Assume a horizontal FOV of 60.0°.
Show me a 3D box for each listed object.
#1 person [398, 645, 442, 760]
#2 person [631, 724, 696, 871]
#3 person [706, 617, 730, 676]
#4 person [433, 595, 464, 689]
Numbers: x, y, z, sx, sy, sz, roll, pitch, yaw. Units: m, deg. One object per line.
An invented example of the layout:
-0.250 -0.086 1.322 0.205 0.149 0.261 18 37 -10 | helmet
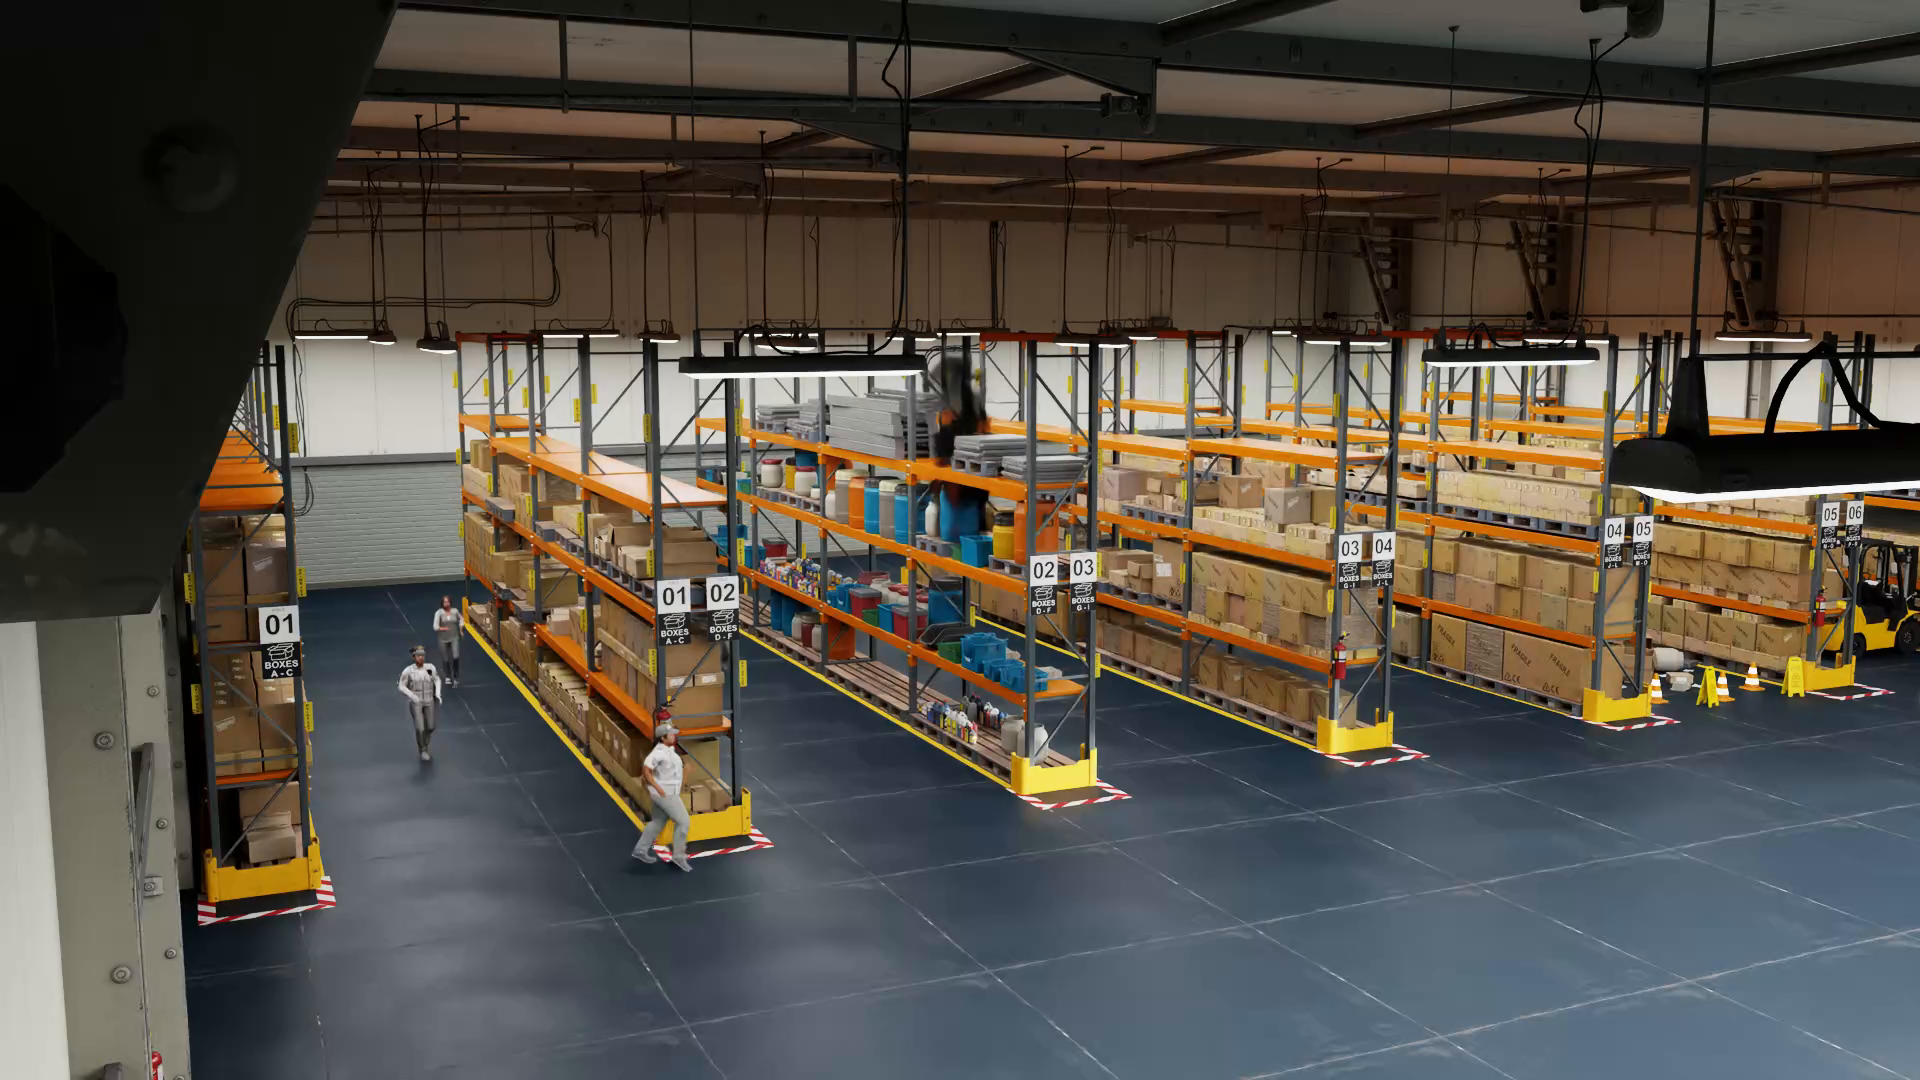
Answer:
-7.727 2.317 23.860 0.616 1.659 0.554 -4 9 -30 | person
-3.403 2.964 19.086 0.762 1.722 0.586 -1 8 -10 | person
-4.162 1.585 29.158 0.562 1.661 0.562 -3 8 -23 | person
-8.682 1.734 28.280 0.508 1.604 0.667 -3 8 -19 | person
